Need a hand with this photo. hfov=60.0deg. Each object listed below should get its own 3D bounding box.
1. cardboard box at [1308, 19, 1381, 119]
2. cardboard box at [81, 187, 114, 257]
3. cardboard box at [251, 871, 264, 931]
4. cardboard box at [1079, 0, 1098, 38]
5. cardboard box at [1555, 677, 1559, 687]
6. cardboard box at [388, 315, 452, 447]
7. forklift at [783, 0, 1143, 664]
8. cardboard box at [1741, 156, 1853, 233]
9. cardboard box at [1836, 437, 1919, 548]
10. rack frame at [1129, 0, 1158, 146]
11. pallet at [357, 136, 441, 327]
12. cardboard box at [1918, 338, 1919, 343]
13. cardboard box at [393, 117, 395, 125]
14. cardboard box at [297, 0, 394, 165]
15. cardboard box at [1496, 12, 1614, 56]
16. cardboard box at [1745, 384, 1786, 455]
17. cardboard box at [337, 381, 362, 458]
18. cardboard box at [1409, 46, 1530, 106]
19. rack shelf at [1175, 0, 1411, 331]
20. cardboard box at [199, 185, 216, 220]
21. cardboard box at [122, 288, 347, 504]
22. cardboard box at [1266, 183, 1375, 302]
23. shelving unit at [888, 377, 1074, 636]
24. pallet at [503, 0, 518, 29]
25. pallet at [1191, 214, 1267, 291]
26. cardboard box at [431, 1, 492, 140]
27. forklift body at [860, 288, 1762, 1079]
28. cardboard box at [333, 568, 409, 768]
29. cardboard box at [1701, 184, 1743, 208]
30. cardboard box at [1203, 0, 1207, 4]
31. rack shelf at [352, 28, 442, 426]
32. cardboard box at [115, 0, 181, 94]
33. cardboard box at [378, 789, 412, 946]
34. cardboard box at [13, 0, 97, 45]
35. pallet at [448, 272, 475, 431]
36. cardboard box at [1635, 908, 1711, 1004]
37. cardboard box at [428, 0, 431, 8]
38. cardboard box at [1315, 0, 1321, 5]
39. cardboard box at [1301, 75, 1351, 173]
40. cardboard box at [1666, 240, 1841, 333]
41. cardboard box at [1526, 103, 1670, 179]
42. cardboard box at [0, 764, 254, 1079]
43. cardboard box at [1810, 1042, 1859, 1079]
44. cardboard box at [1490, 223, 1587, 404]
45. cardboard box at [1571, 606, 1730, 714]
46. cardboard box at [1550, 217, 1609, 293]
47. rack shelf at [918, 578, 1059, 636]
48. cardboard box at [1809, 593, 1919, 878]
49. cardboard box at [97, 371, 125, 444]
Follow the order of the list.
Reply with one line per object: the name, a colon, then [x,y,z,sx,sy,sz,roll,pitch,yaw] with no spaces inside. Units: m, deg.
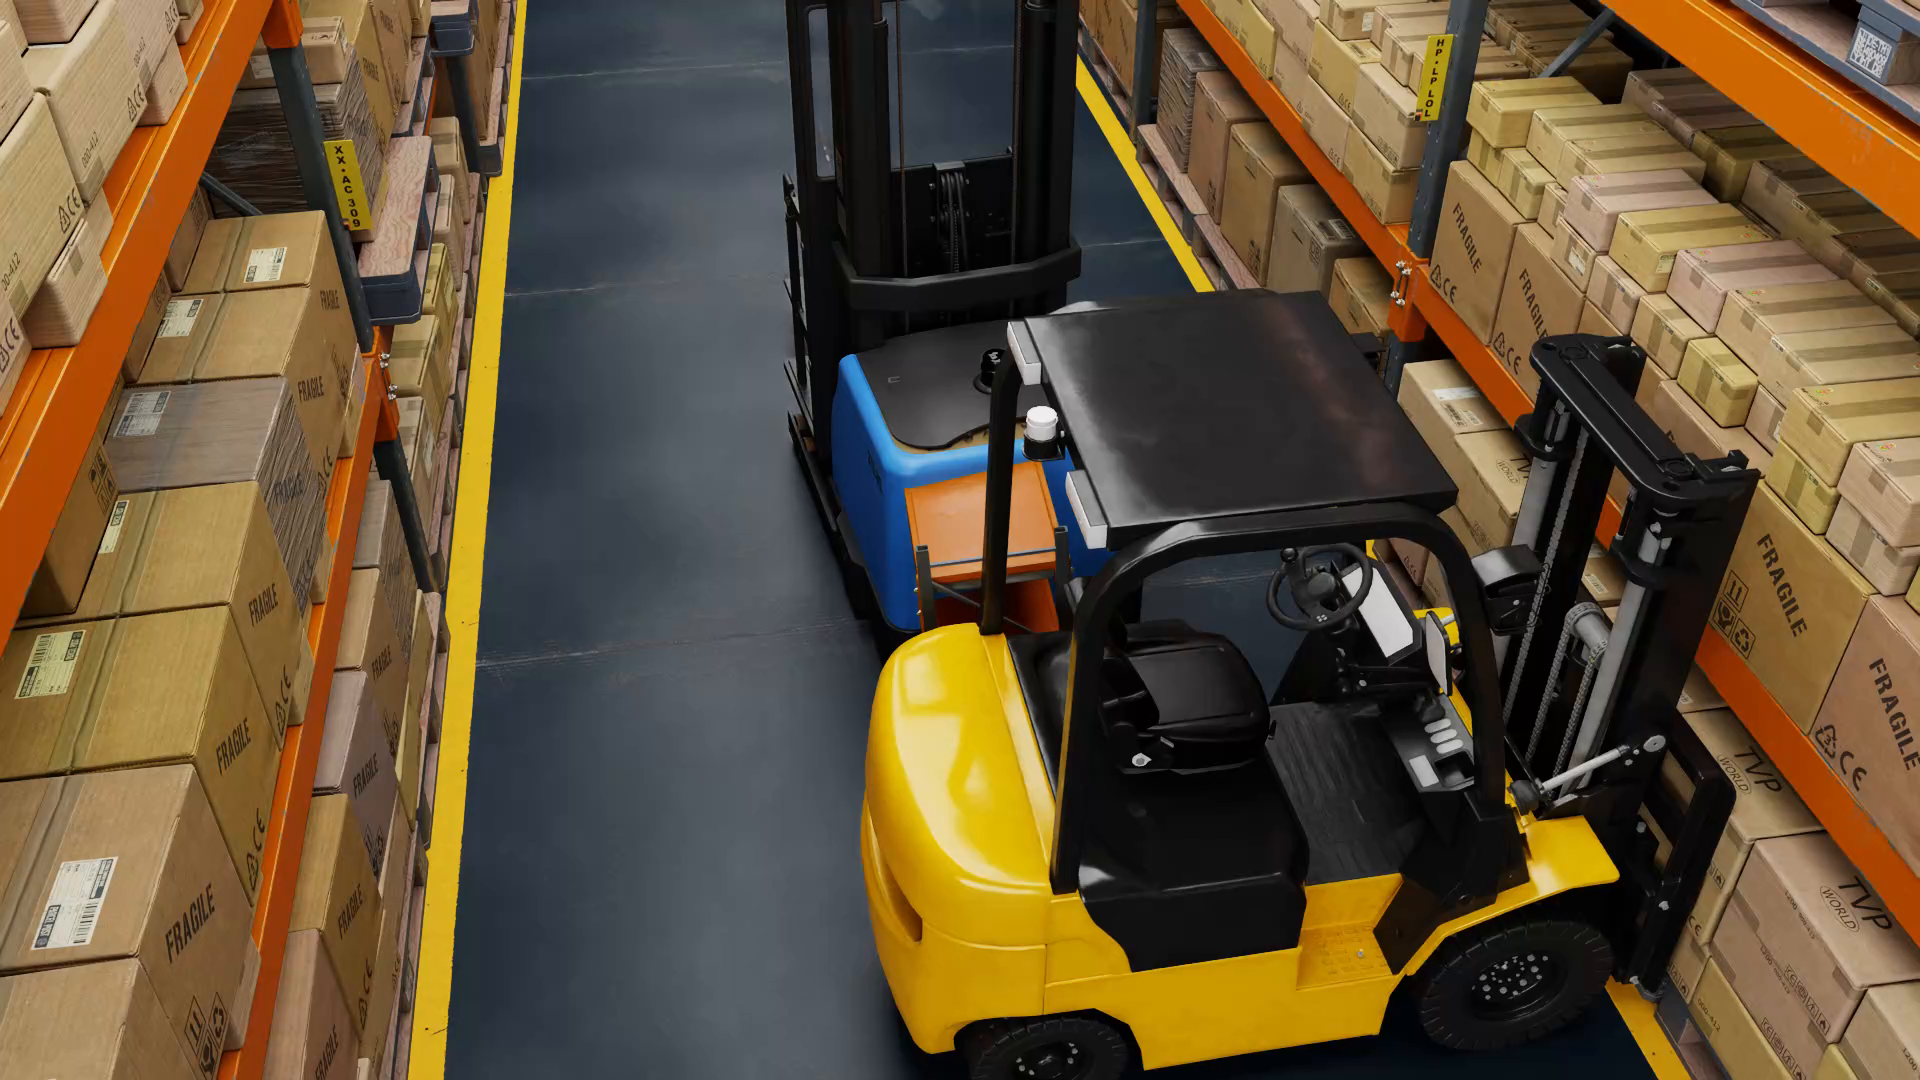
cardboard box: [1.839,-2.050,7.159,0.500,0.250,0.500,-7,38,-9]
cardboard box: [-1.966,-0.636,3.384,0.380,0.149,0.250,-7,38,-9]
cardboard box: [-1.869,0.860,3.903,0.380,0.149,0.250,-5,38,-7]
cardboard box: [1.115,-3.779,11.365,0.500,0.500,0.500,-5,38,-6]
cardboard box: [2.222,0.324,5.880,0.500,0.250,0.500,-7,38,-8]
cardboard box: [-2.836,-0.675,7.474,0.950,0.372,0.625,-4,38,-5]
forklift: [-0.172,-1.528,6.828,1.130,2.935,3.031,-10,39,-13]
cardboard box: [2.796,-1.127,5.403,0.380,0.149,0.250,-7,38,-9]
cardboard box: [2.433,-0.128,4.117,0.380,0.149,0.250,-5,38,-7]
rack frame: [1.573,-3.749,9.631,1.000,3.000,0.127,-6,38,-8]
pallet: [-2.603,-1.198,6.504,1.003,0.211,1.213,-6,38,-8]
cardboard box: [2.884,-0.493,4.587,0.380,0.149,0.250,-6,38,-8]
cardboard box: [-2.603,-1.855,7.056,0.380,0.149,0.250,-6,38,-8]
cardboard box: [-2.500,-1.736,6.373,0.500,0.500,0.500,-6,38,-8]
cardboard box: [2.428,-2.032,6.810,0.380,0.149,0.250,-7,38,-9]
cardboard box: [2.435,-0.325,4.613,0.380,0.149,0.250,-6,38,-8]
cardboard box: [-2.205,-0.386,5.507,0.380,0.149,0.250,-5,38,-7]
cardboard box: [1.996,-1.811,6.526,0.380,0.149,0.250,-5,38,-6]
rack shelf: [1.923,-2.257,8.296,1.077,0.370,4.000,-6,38,-8]
cardboard box: [-2.919,-1.374,5.907,0.500,0.500,0.500,-7,38,-9]
cardboard box: [-2.192,-0.402,4.998,0.500,0.500,0.500,-5,38,-6]
cardboard box: [2.043,-1.345,8.129,0.875,0.625,0.625,-7,38,-8]
shelving unit: [0.083,0.123,6.143,0.538,1.125,1.048,-8,39,-3]
pallet: [-3.805,-4.070,12.316,1.003,0.211,1.213,-6,38,-8]
pallet: [1.889,-1.411,8.894,1.003,0.211,1.213,-6,38,-8]
cardboard box: [-3.353,-2.966,10.012,0.875,0.875,0.875,-7,38,-8]
forklift body: [0.847,0.469,4.893,2.313,2.155,1.214,-6,38,-8]
cardboard box: [-2.153,0.463,5.497,0.500,0.500,0.500,-6,38,-7]
cardboard box: [2.700,-1.154,5.680,0.380,0.149,0.250,-5,38,-7]
cardboard box: [1.493,-3.091,8.906,0.500,0.250,0.500,-7,38,-9]
rack shelf: [-2.963,-1.721,7.606,1.077,0.370,4.000,-6,38,-8]
cardboard box: [-2.105,-1.187,3.768,0.500,0.250,0.500,-7,38,-9]
cardboard box: [-2.056,1.080,5.314,0.500,0.250,0.500,-6,38,-7]
cardboard box: [-1.976,-1.103,3.335,0.380,0.149,0.250,-6,38,-7]
pallet: [-2.967,-0.904,8.242,1.003,0.211,1.213,-6,38,-8]
cardboard box: [2.425,1.149,5.225,0.500,0.250,0.500,-6,38,-7]
cardboard box: [-2.781,-2.652,8.082,0.380,0.149,0.250,-8,39,-10]
cardboard box: [1.781,-2.428,7.320,0.380,0.149,0.250,-7,38,-9]
cardboard box: [1.835,-1.853,7.313,0.500,0.250,0.500,-6,38,-8]
cardboard box: [2.342,-0.752,4.920,0.380,0.149,0.250,-6,38,-8]
cardboard box: [2.190,-1.375,5.723,0.380,0.149,0.250,-6,38,-7]
cardboard box: [-1.815,0.834,3.408,0.500,0.500,0.500,-5,38,-7]
cardboard box: [2.582,1.545,4.307,0.500,0.250,0.500,-7,38,-9]
cardboard box: [2.202,-0.764,5.706,0.500,0.500,0.500,-6,38,-7]
cardboard box: [2.313,0.445,5.316,0.500,0.250,0.500,-7,38,-9]
cardboard box: [2.161,-0.940,5.405,0.380,0.149,0.250,-5,38,-7]
rack shelf: [0.101,0.313,6.295,0.538,0.278,1.000,-8,39,-3]
cardboard box: [2.549,0.460,4.131,0.500,0.500,0.500,-5,38,-7]
cardboard box: [-2.619,-0.443,4.236,0.700,0.500,0.500,-7,38,-9]
